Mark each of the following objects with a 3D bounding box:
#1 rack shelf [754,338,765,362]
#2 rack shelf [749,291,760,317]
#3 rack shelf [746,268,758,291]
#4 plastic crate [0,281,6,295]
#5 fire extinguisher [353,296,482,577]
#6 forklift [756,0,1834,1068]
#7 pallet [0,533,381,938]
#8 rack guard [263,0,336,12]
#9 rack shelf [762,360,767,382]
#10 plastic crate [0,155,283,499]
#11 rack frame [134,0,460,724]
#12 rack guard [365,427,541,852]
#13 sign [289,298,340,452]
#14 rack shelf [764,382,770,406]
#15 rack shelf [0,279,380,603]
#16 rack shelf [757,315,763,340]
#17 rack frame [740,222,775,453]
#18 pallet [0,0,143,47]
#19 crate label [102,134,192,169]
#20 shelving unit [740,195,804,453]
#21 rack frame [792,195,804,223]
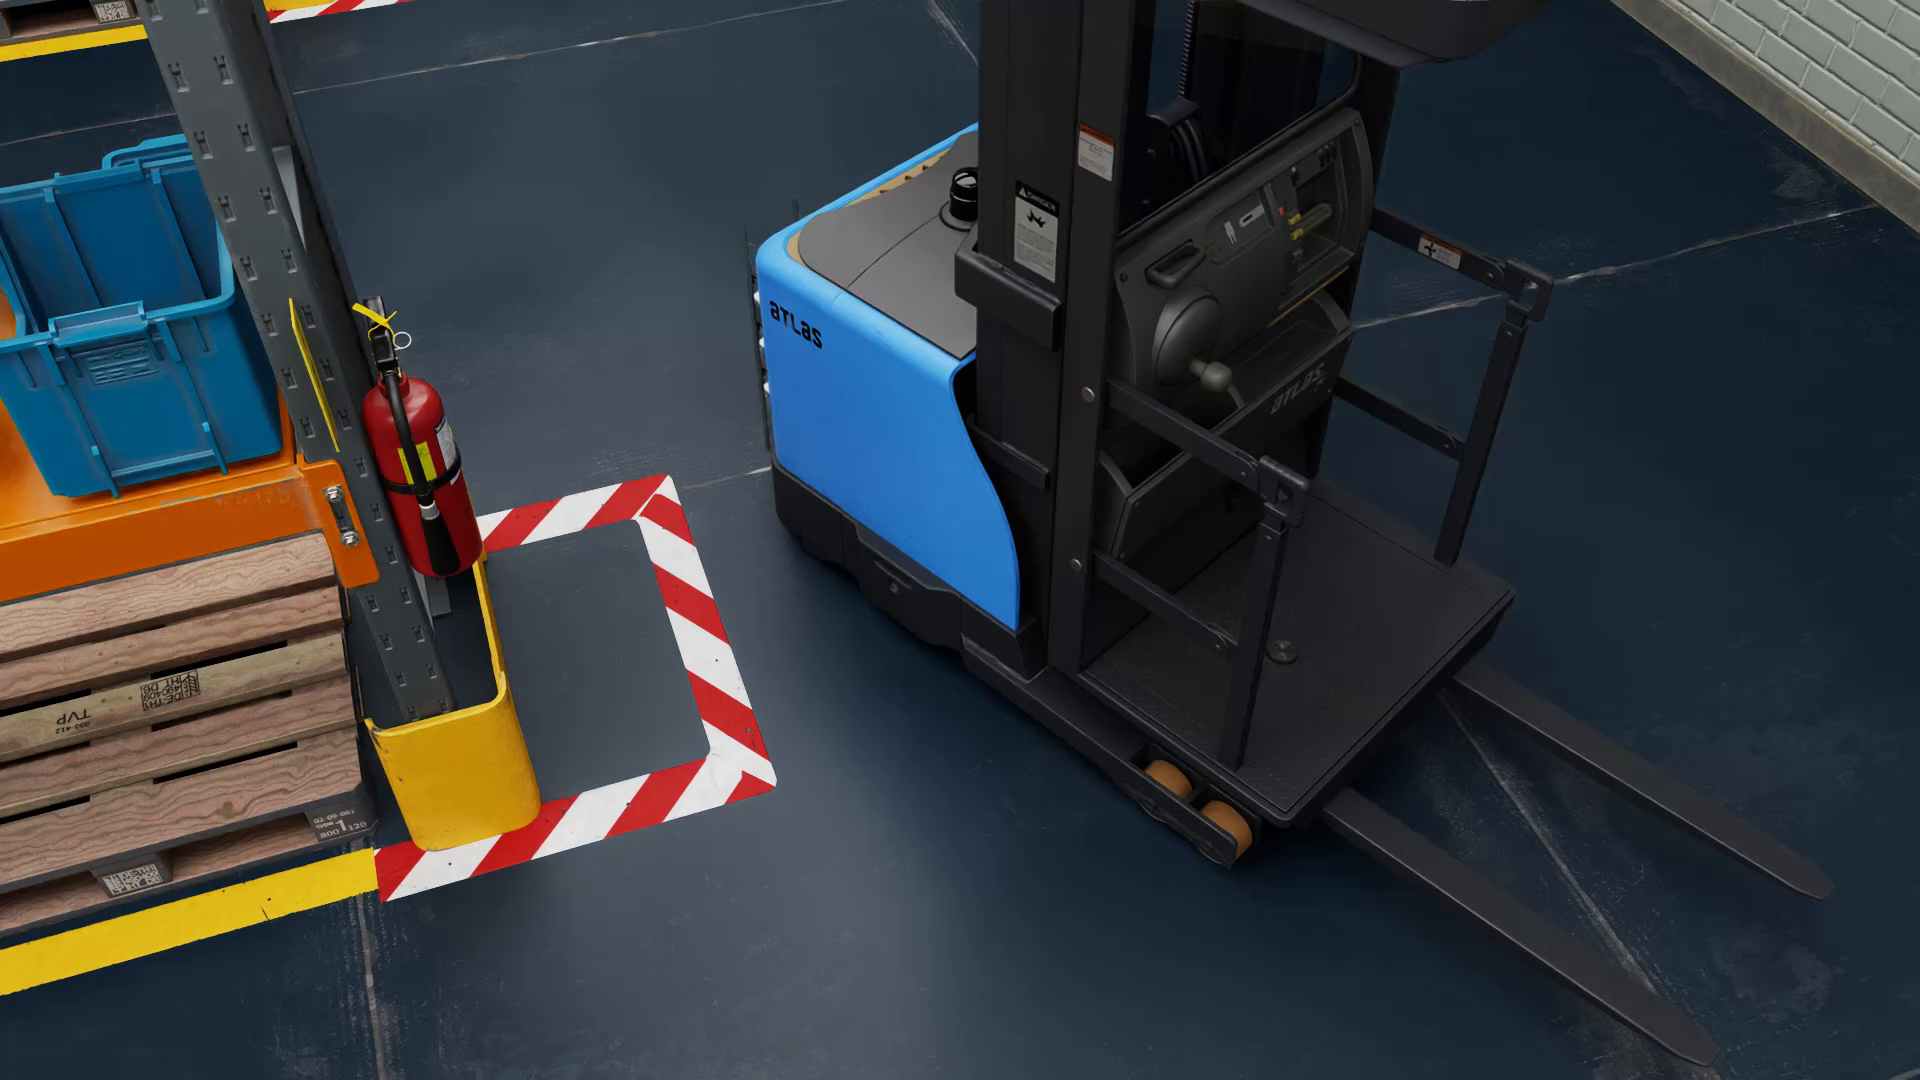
[{"bbox_3d":[-0.490,-0.589,5.248,0.258,0.077,0.200,34,54,29],"label":"rack shelf"},{"bbox_3d":[-0.490,-0.716,5.121,0.258,0.077,0.200,34,54,29],"label":"rack shelf"},{"bbox_3d":[-0.490,-0.780,5.057,0.258,0.077,0.200,34,54,29],"label":"rack shelf"},{"bbox_3d":[-2.173,-0.698,3.972,0.298,0.136,0.250,-14,47,-14],"label":"plastic crate"},{"bbox_3d":[-1.203,-0.207,3.656,0.183,0.674,0.296,-14,47,-14],"label":"fire extinguisher"},{"bbox_3d":[0.831,-0.602,3.781,3.031,2.935,1.130,34,54,29],"label":"forklift"},{"bbox_3d":[-2.288,0.524,4.578,1.213,0.211,1.003,-14,47,-14],"label":"pallet"},{"bbox_3d":[-3.249,-3.033,7.920,0.348,0.500,1.175,-14,47,-14],"label":"rack guard"},{"bbox_3d":[-0.490,-0.525,5.312,0.258,0.077,0.200,34,54,29],"label":"rack shelf"},{"bbox_3d":[-1.751,-0.461,3.524,0.499,0.435,0.616,-14,47,-14],"label":"plastic crate"},{"bbox_3d":[-1.499,-0.632,3.763,0.127,3.000,1.000,-14,47,-14],"label":"rack frame"},{"bbox_3d":[-1.481,0.236,4.662,0.348,0.500,1.175,-14,47,-14],"label":"rack guard"},{"bbox_3d":[-1.297,-0.327,3.343,0.005,0.325,0.100,-14,47,-14],"label":"sign"},{"bbox_3d":[-0.489,-0.462,5.376,0.258,0.077,0.200,34,54,29],"label":"rack shelf"},{"bbox_3d":[-3.380,0.103,3.538,4.000,0.370,1.077,-14,47,-14],"label":"rack shelf"},{"bbox_3d":[-0.490,-0.653,5.185,0.258,0.077,0.200,34,54,29],"label":"rack shelf"},{"bbox_3d":[-0.560,-0.561,5.173,0.240,0.900,0.006,34,54,29],"label":"rack frame"},{"bbox_3d":[-3.998,-2.738,7.830,1.213,0.211,1.003,-14,47,-14],"label":"pallet"},{"bbox_3d":[-1.843,-0.754,3.960,0.303,0.233,0.416,-14,47,-14],"label":"crate label"},{"bbox_3d":[-0.490,-0.613,5.225,0.258,0.900,0.210,34,54,29],"label":"shelving unit"},{"bbox_3d":[-0.419,-0.664,5.276,0.240,0.900,0.006,34,54,29],"label":"rack frame"}]
